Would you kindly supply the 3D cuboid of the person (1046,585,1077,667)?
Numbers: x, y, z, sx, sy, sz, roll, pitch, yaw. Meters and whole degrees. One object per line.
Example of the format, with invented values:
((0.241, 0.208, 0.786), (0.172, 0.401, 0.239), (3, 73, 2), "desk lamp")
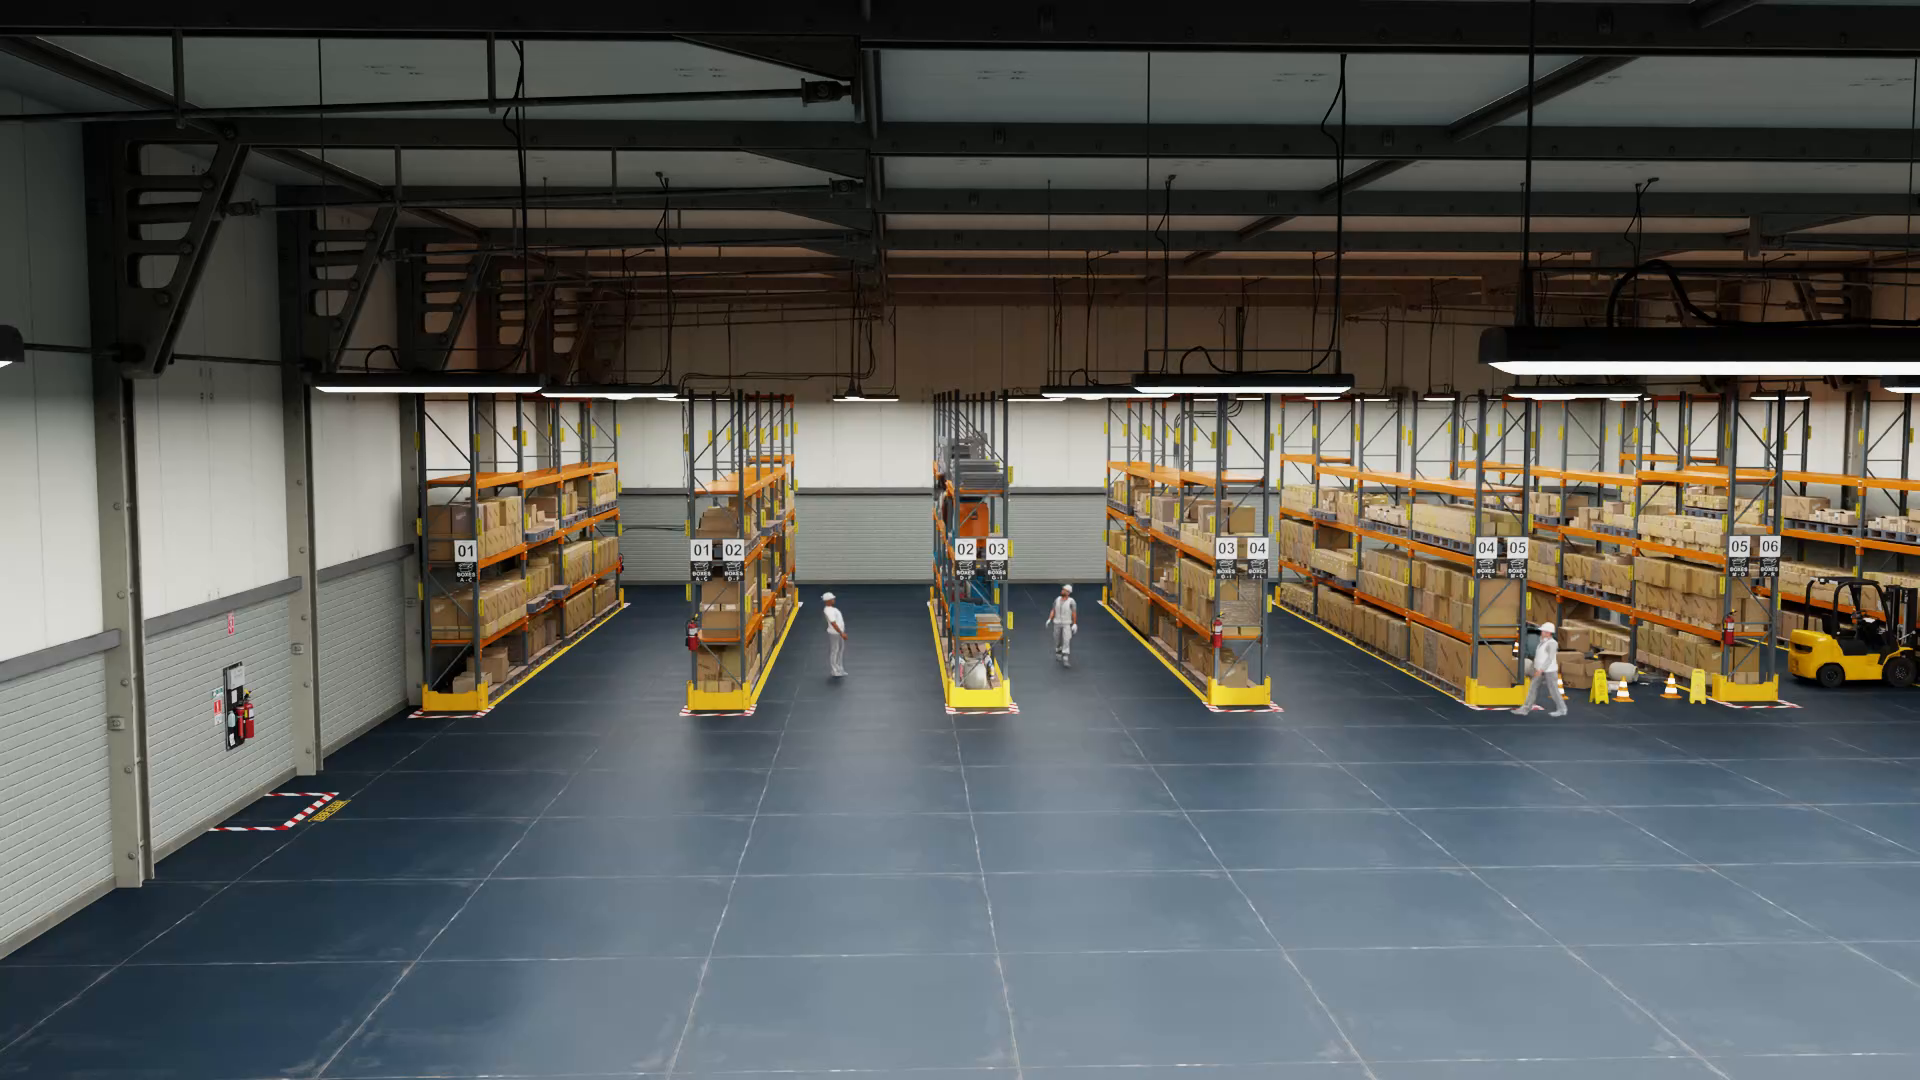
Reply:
((2.220, 1.851, 36.385), (0.687, 1.729, 0.965), (1, 5, 6), "person")

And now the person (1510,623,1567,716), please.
((10.616, 2.364, 30.325), (0.980, 1.724, 0.551), (-1, 5, -10), "person")

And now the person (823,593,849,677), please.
((-2.573, 1.992, 34.963), (0.652, 1.781, 0.673), (2, 5, 20), "person")

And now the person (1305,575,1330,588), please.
((10.854, 0.715, 50.657), (0.992, 1.746, 0.625), (-1, 5, -10), "person")

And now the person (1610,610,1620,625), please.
((16.508, 1.419, 42.005), (0.454, 1.789, 0.634), (2, 5, 22), "person")
